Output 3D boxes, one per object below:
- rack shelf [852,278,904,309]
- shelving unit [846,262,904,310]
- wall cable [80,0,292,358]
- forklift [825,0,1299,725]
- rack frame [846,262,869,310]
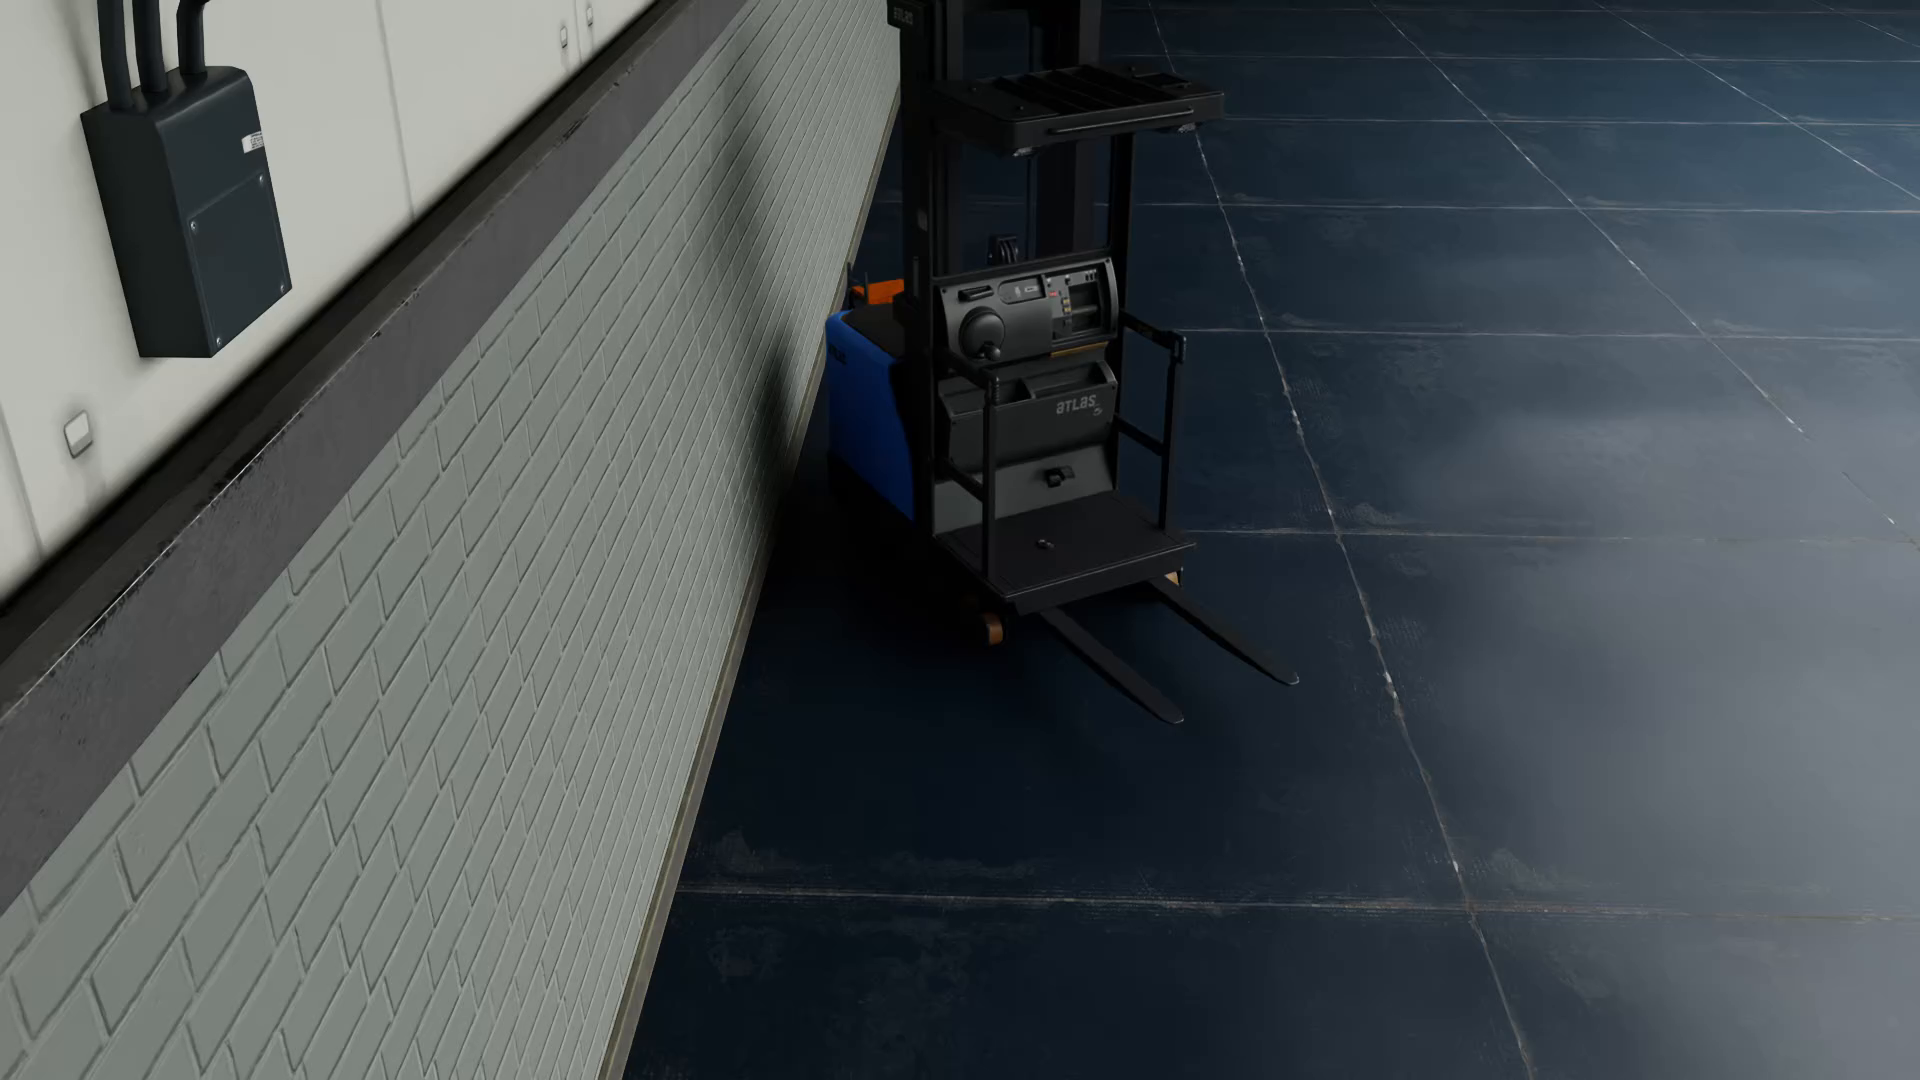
[{"bbox_3d":[-0.336,-1.331,9.132,0.480,0.148,0.258,-14,29,-25],"label":"rack shelf"},{"bbox_3d":[-0.329,-0.979,9.305,0.503,1.200,0.258,-14,29,-25],"label":"shelving unit"},{"bbox_3d":[-1.083,-3.456,2.030,0.169,6.003,2.305,1,28,2],"label":"wall cable"},{"bbox_3d":[0.433,-1.036,7.575,1.130,2.935,3.031,-15,31,-25],"label":"forklift"},{"bbox_3d":[-0.545,-0.925,9.203,0.015,1.200,0.240,-14,29,-25],"label":"rack frame"}]
